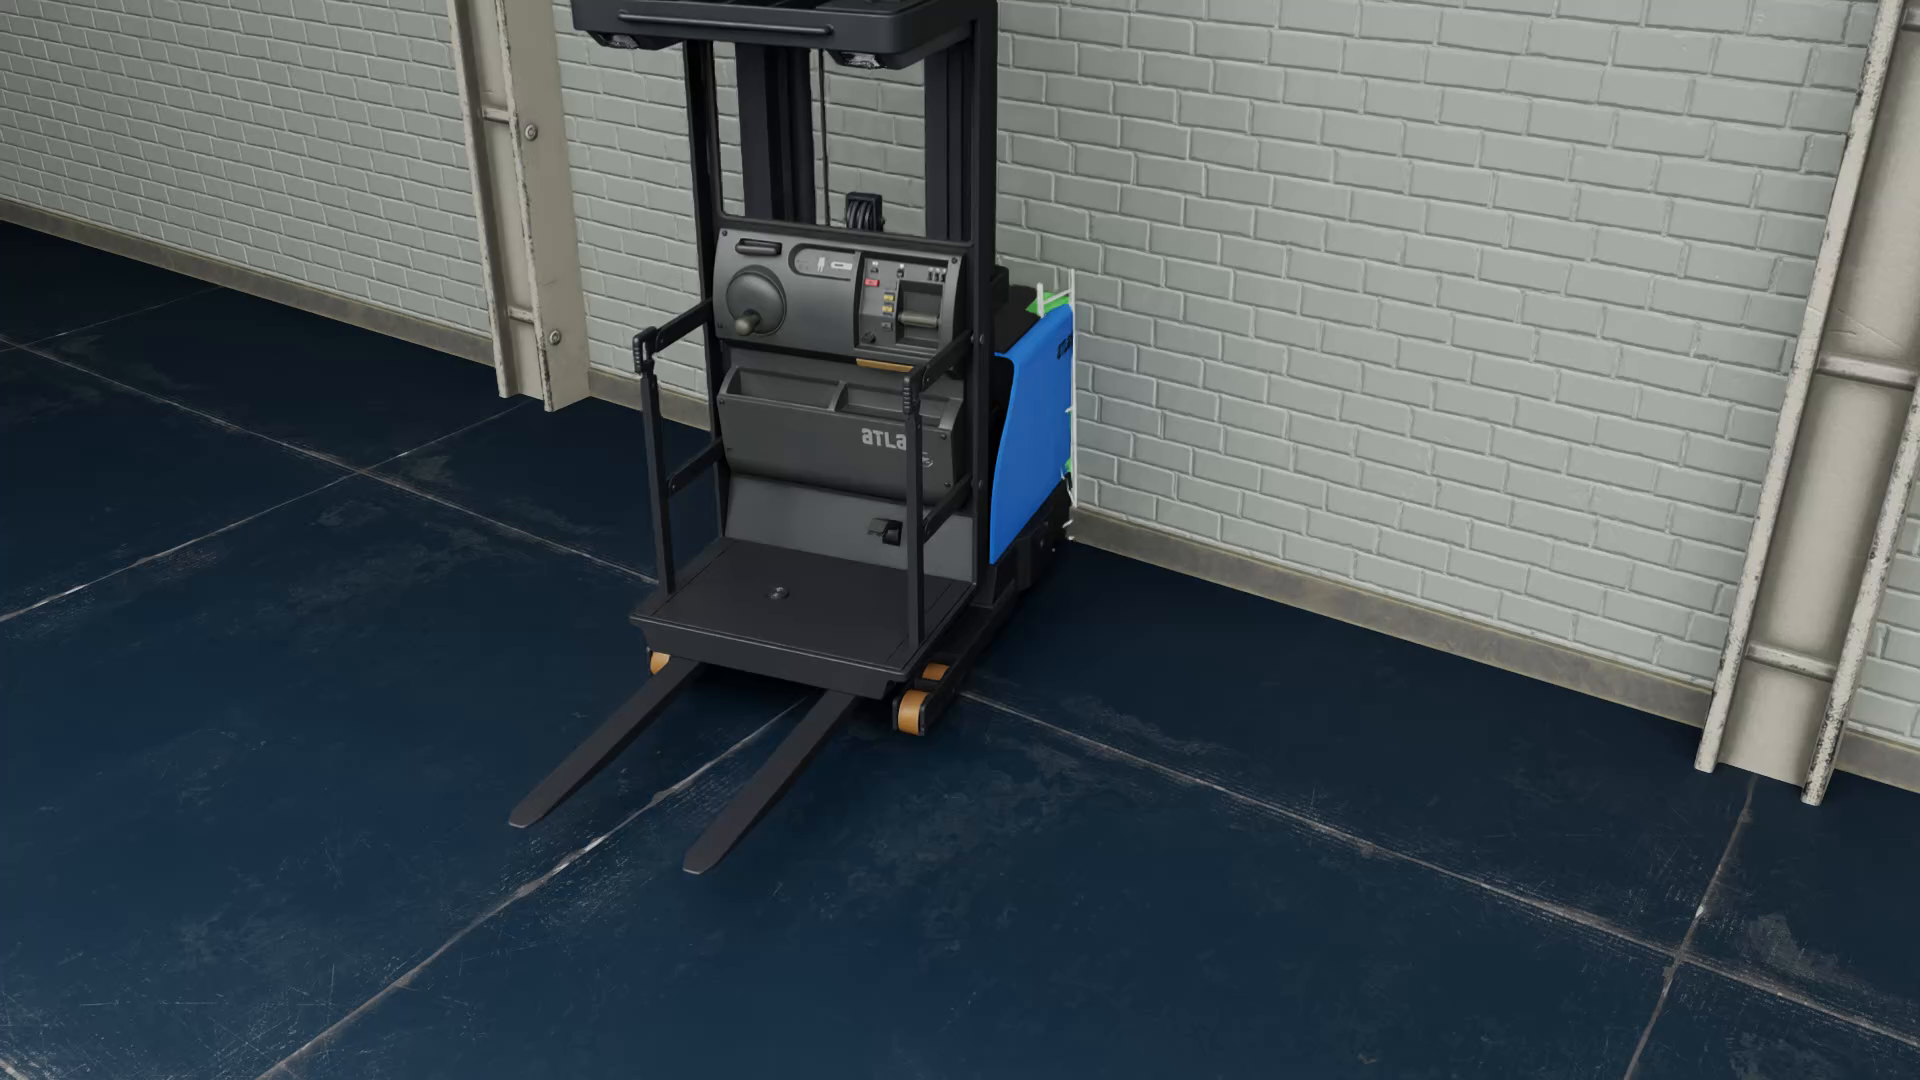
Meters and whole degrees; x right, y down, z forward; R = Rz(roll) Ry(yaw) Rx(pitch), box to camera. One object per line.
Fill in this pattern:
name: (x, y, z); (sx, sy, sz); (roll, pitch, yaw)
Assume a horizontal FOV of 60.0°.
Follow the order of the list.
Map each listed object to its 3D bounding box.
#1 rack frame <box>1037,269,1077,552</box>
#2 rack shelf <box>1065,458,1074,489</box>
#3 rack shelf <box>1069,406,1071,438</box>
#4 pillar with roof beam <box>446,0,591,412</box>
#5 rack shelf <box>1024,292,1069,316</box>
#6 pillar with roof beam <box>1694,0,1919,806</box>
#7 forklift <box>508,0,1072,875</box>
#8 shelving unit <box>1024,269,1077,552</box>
rack frame: (0.409, -0.515, 6.911); (0.015, 1.200, 0.240); (17, 32, 34)
rack shelf: (0.230, -0.301, 7.183); (0.480, 0.148, 0.258); (17, 32, 34)
rack shelf: (0.220, -0.516, 7.078); (0.480, 0.148, 0.258); (17, 32, 34)
pillar with roof beam: (-4.612, -3.166, 3.549); (0.400, 9.000, 9.100); (17, 32, 30)
rack shelf: (0.199, -0.946, 6.866); (0.480, 0.148, 0.258); (17, 32, 34)
pillar with roof beam: (0.334, -1.625, 0.522); (0.400, 9.000, 9.100); (17, 32, 30)
forklift: (-0.514, -0.827, 5.644); (1.130, 2.935, 3.031); (10, 29, 19)
shelving unit: (0.217, -0.573, 7.049); (0.503, 1.200, 0.258); (17, 32, 34)
